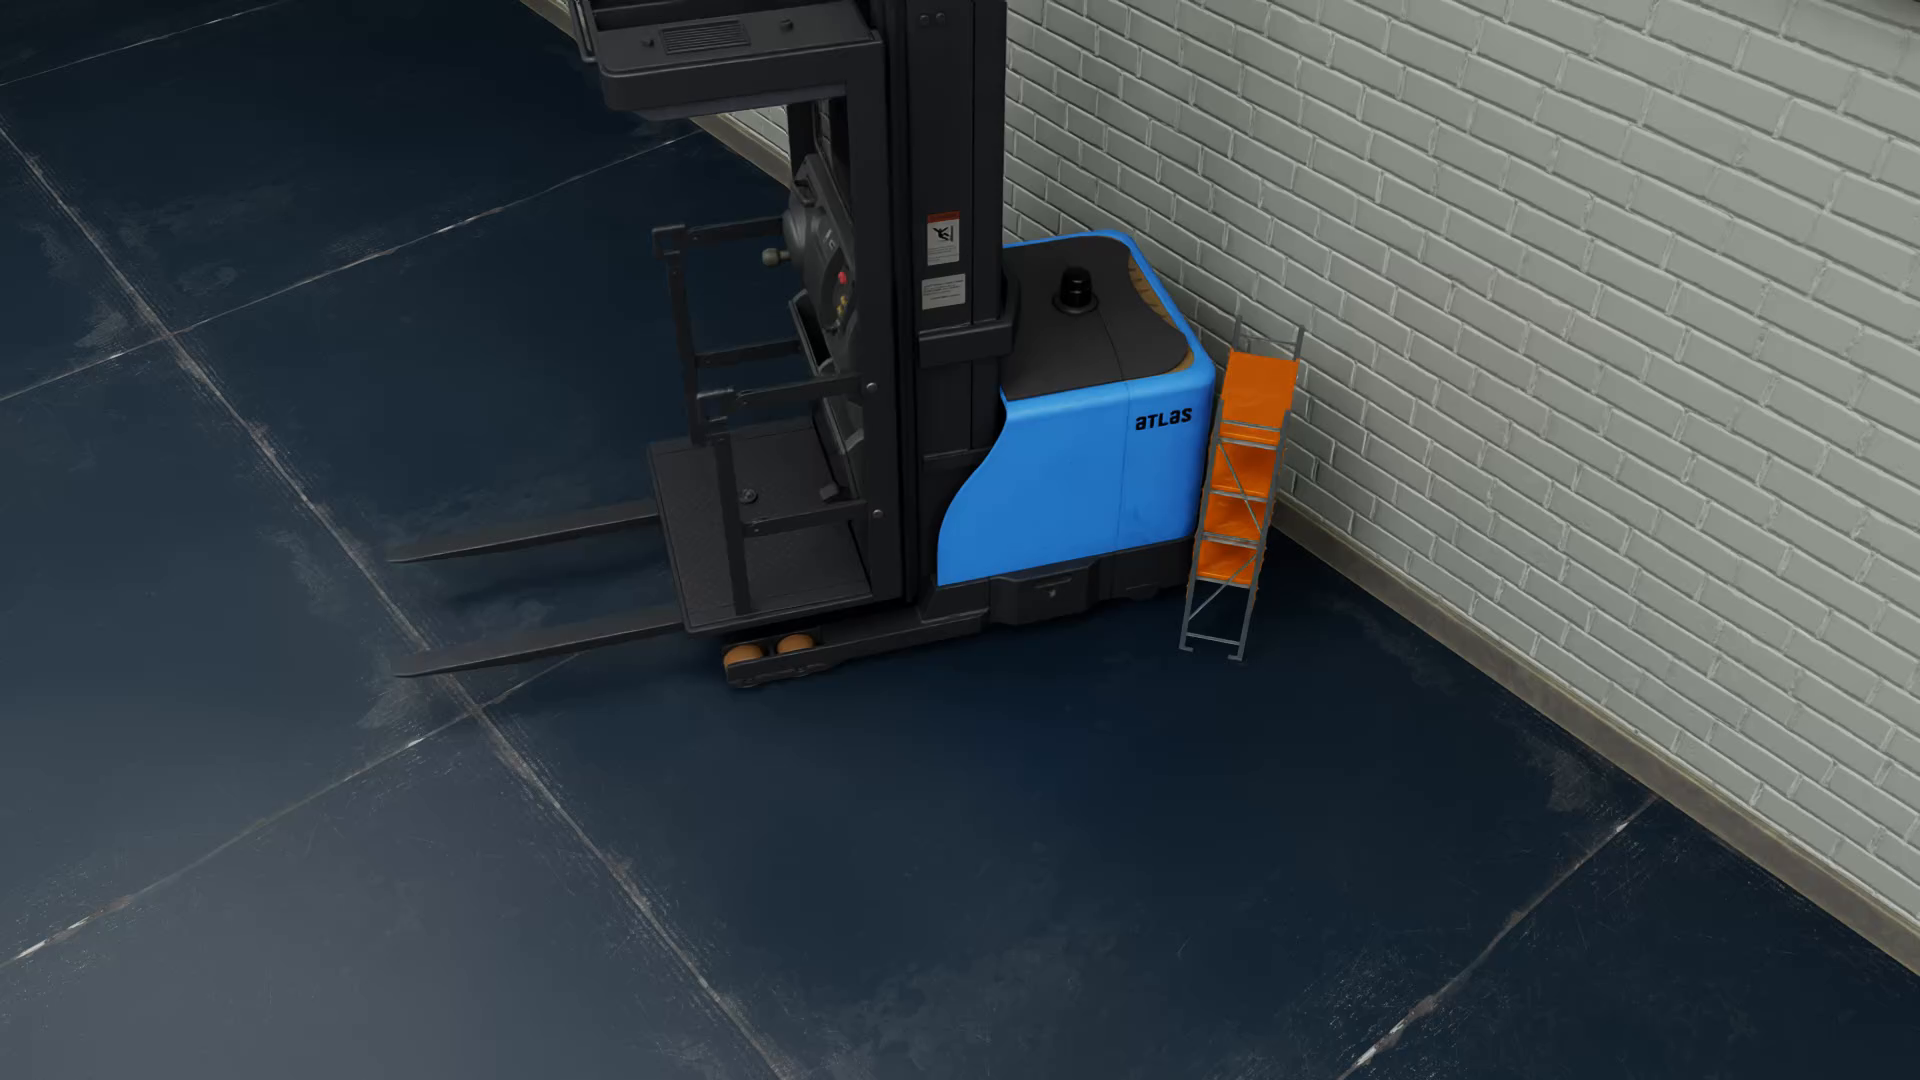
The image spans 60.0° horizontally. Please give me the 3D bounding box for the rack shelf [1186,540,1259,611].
[{"bbox_3d":[1.012,0.026,6.231,0.258,0.148,0.480,10,44,9],"label":"rack shelf"}]

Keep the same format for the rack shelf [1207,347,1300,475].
[{"bbox_3d":[1.023,-0.453,5.778,0.258,0.148,0.480,10,44,9],"label":"rack shelf"}]

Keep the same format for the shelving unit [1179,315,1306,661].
[{"bbox_3d":[1.016,-0.167,6.048,0.258,1.200,0.503,10,44,9],"label":"shelving unit"}]

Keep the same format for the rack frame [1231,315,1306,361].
[{"bbox_3d":[1.075,-0.329,6.221,0.240,1.200,0.015,10,44,9],"label":"rack frame"}]

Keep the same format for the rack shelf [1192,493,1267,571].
[{"bbox_3d":[1.015,-0.119,6.094,0.258,0.148,0.480,10,44,9],"label":"rack shelf"}]

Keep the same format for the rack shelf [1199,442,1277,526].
[{"bbox_3d":[1.019,-0.281,5.941,0.258,0.148,0.480,10,44,9],"label":"rack shelf"}]

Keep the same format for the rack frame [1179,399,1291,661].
[{"bbox_3d":[0.957,-0.005,5.876,0.240,1.200,0.015,10,44,9],"label":"rack frame"}]

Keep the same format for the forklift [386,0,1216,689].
[{"bbox_3d":[-0.655,-0.924,5.593,3.031,2.935,1.130,-11,44,-11],"label":"forklift"}]
